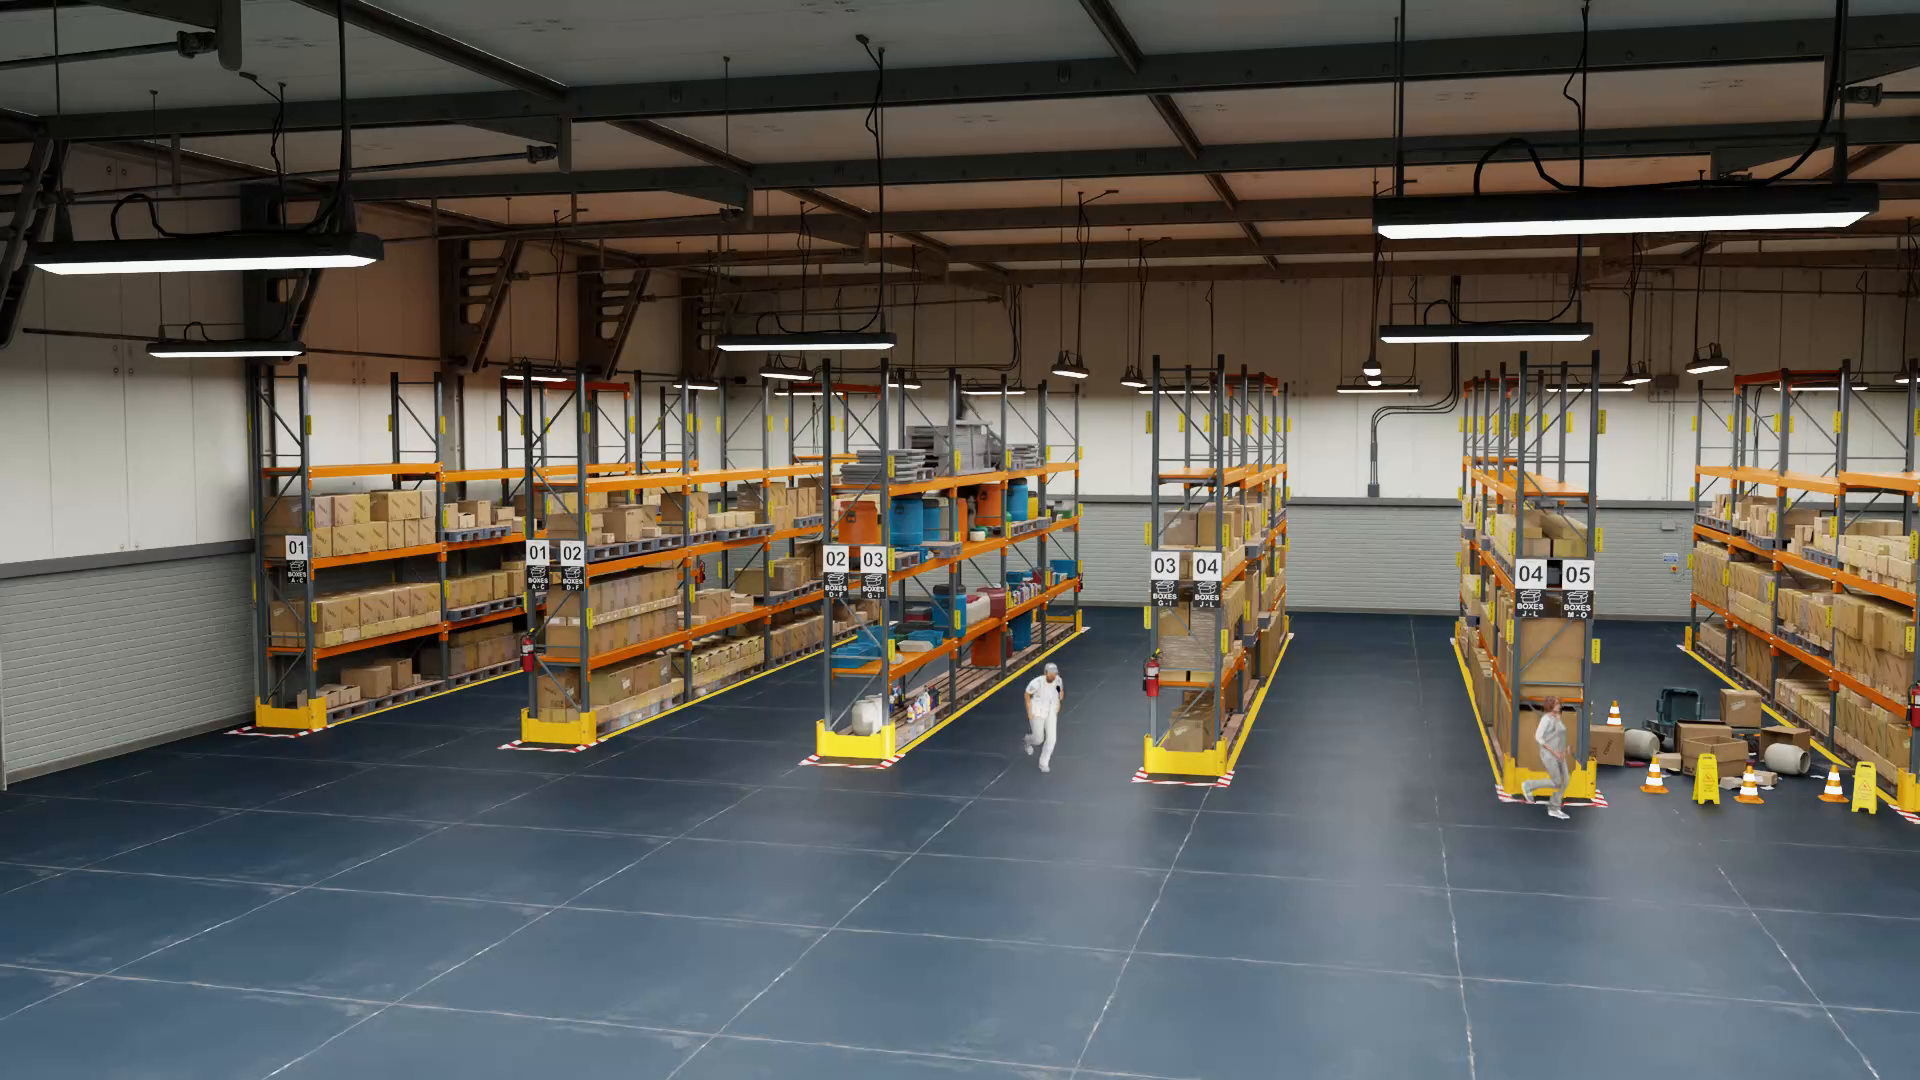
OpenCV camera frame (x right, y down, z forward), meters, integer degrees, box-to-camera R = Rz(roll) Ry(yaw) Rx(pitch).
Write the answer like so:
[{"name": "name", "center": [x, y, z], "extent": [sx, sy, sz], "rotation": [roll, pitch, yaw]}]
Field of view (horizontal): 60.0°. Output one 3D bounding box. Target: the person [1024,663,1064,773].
[{"name": "person", "center": [1.210, 2.563, 24.259], "extent": [0.606, 1.617, 0.889], "rotation": [-2, 4, -26]}]

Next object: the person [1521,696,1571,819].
[{"name": "person", "center": [7.526, 2.763, 21.296], "extent": [0.610, 1.562, 0.545], "rotation": [4, 5, 44]}]
